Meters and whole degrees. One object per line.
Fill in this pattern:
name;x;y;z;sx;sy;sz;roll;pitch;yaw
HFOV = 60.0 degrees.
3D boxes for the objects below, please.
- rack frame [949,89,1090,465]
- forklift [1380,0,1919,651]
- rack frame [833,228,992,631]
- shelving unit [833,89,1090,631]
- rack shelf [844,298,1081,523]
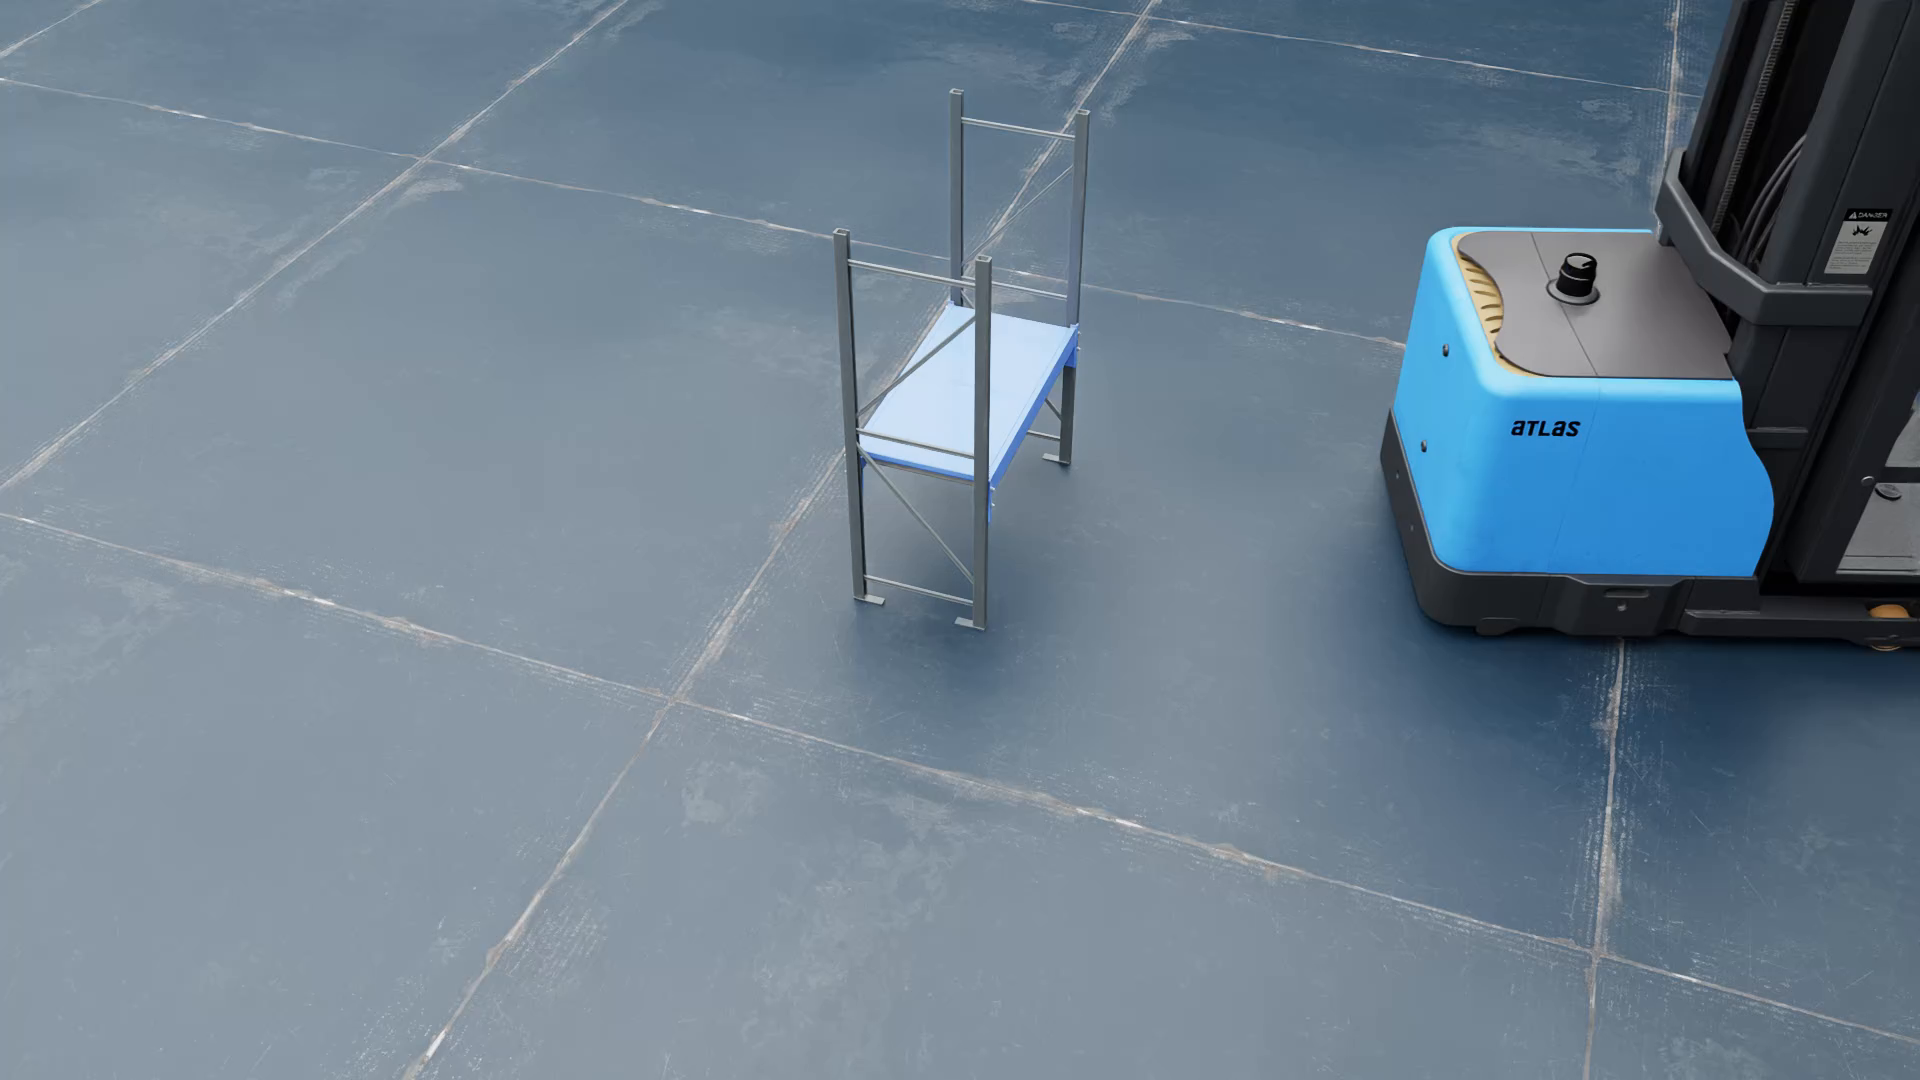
rack frame;0.203;-0.933;6.188;0.500;1.500;0.032;13;42;15
forklift;3.147;-1.078;5.255;3.031;2.935;1.130;1;40;1
rack frame;-0.145;-0.313;5.461;0.500;1.500;0.032;13;42;15
shelving unit;0.029;-0.623;5.824;0.538;1.500;1.048;13;42;15
rack shelf;0.029;-0.486;5.941;0.538;0.185;1.000;13;42;15
